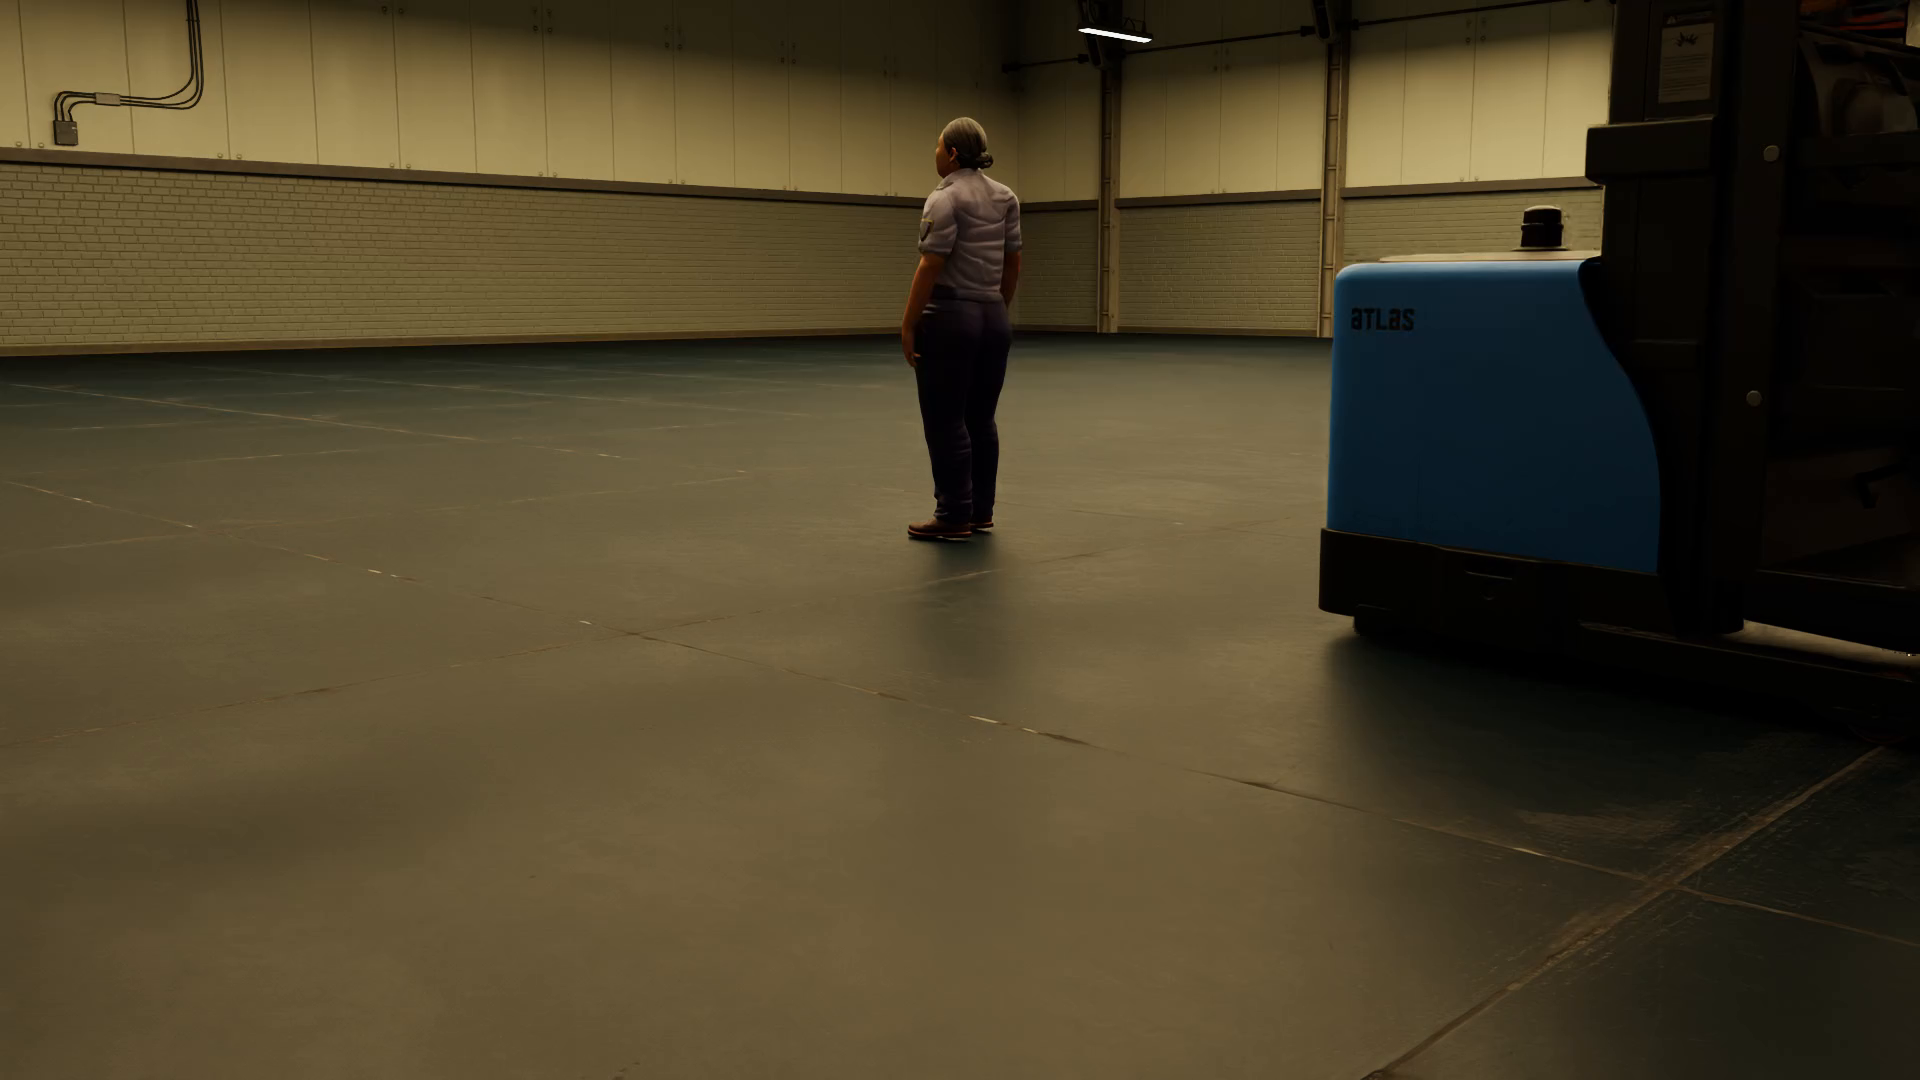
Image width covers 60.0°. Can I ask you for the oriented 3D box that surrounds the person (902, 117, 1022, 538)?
[{"bbox_3d":[-0.049,-0.834,6.671,0.503,1.650,0.599,8,12,43],"label":"person"}]

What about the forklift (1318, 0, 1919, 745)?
[{"bbox_3d":[2.390,-1.056,3.886,1.130,2.935,3.031,-7,11,-40],"label":"forklift"}]
